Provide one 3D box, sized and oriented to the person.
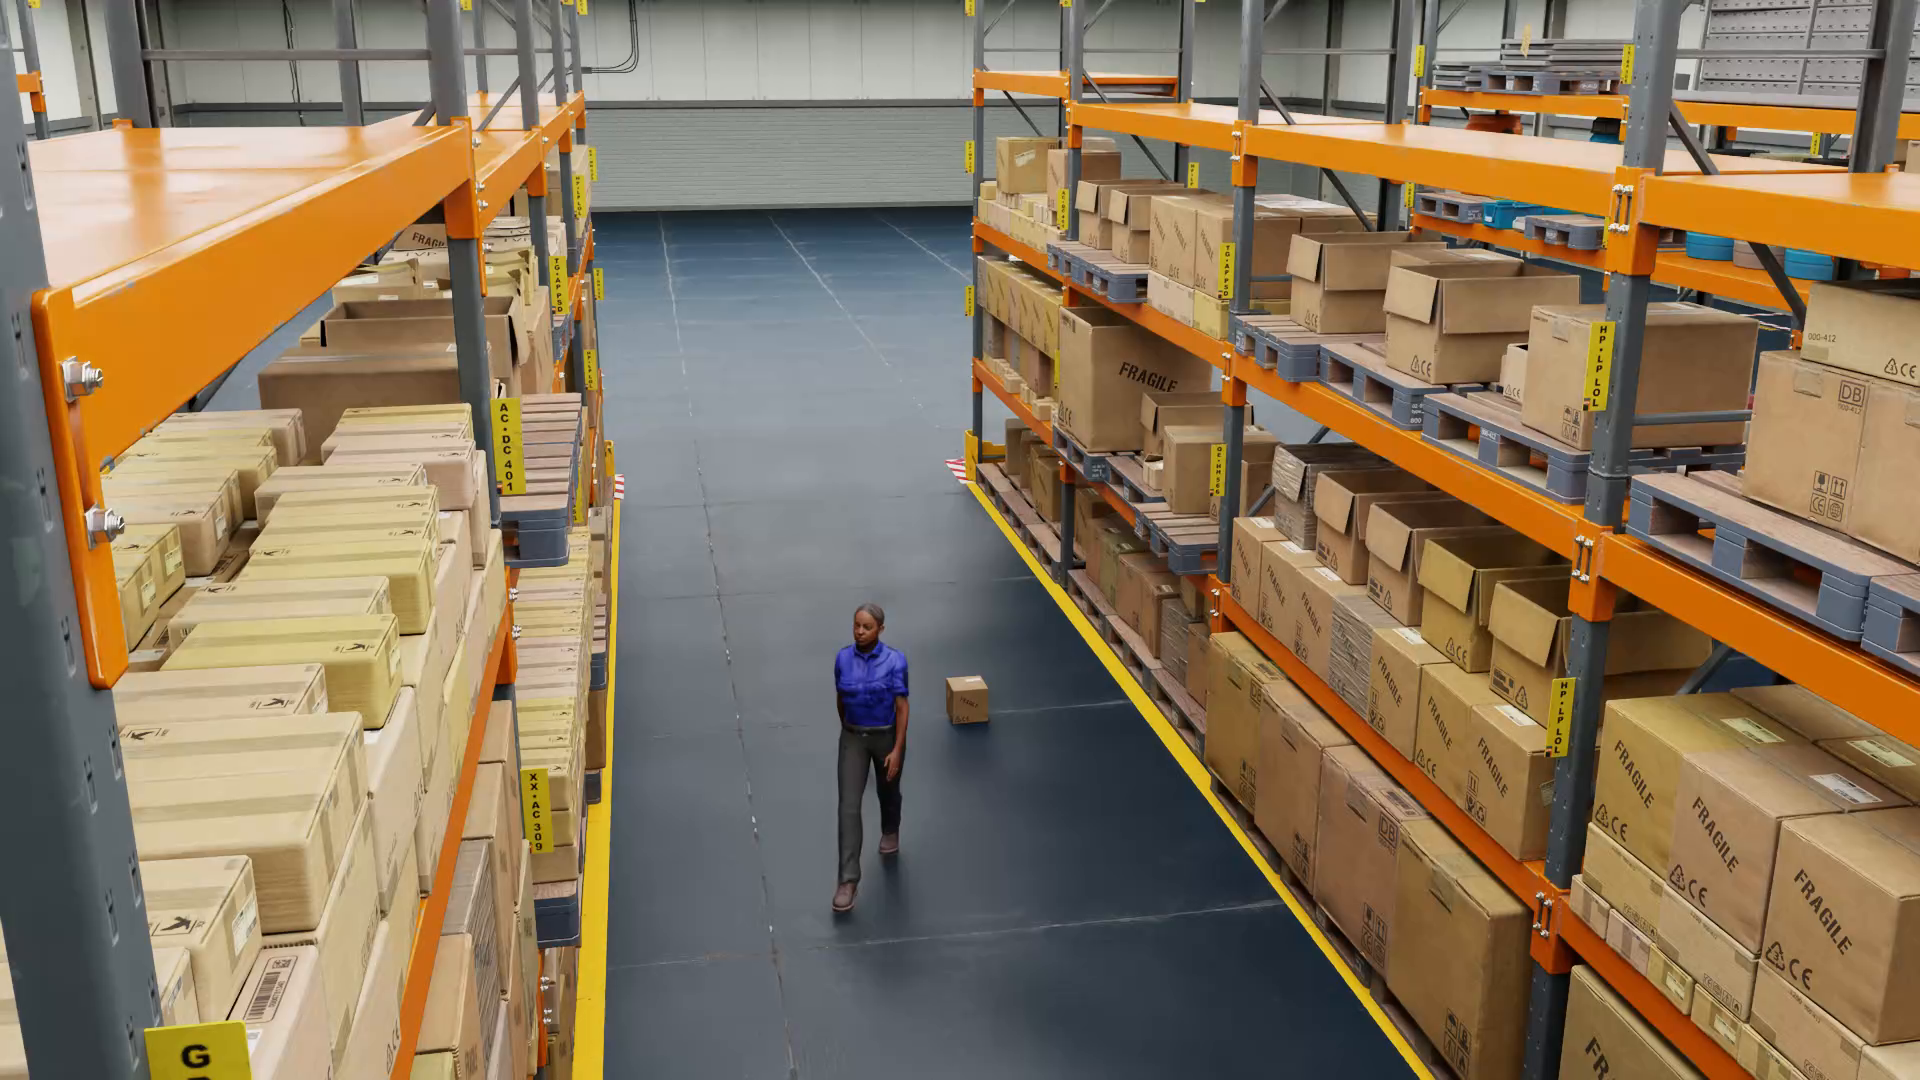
[{"bbox_3d":[-0.494,1.130,9.188,0.441,1.586,0.998,2,17,6],"label":"person"}]
